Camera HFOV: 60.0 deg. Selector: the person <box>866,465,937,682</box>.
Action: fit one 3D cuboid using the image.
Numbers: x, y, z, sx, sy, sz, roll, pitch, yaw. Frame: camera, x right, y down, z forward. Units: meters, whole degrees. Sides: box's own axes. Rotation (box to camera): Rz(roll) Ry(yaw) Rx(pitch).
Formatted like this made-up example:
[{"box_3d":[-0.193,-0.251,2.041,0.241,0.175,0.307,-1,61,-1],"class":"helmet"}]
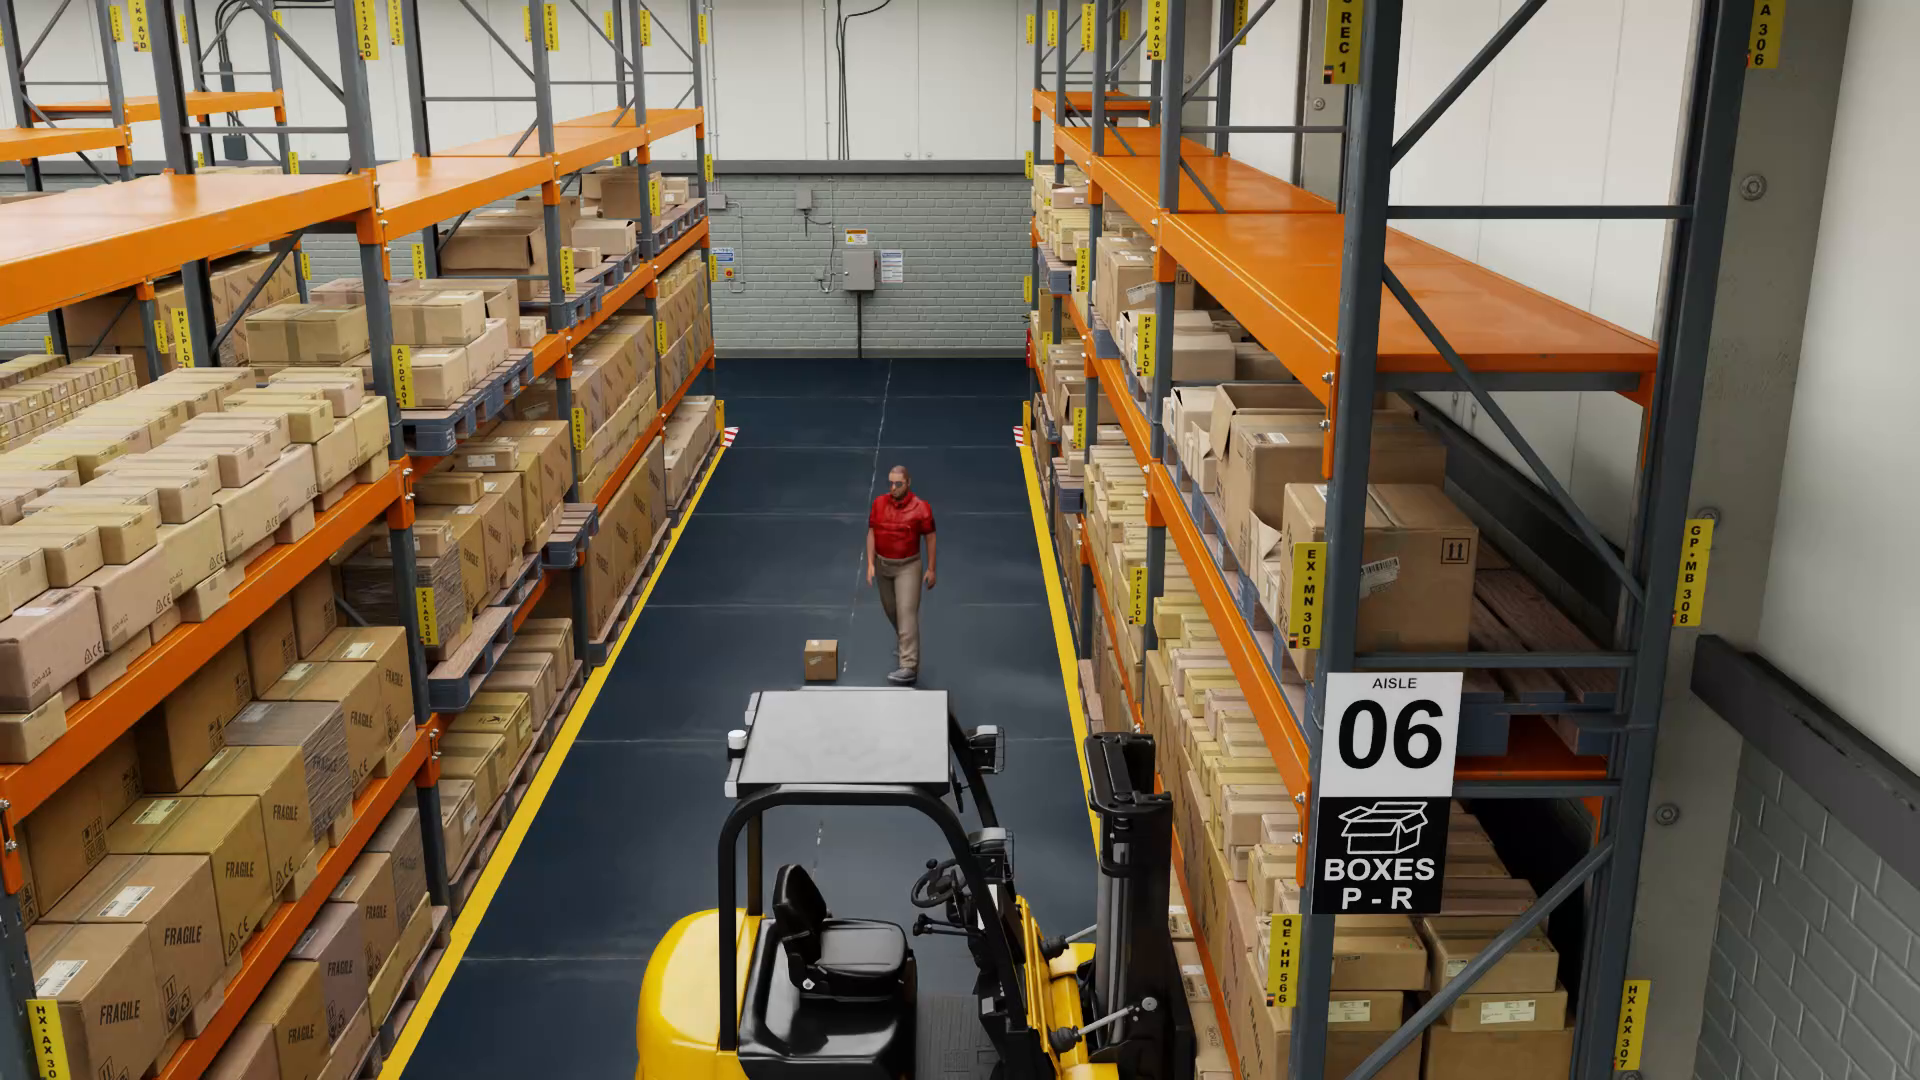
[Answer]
[{"box_3d":[-0.499,0.234,13.307,0.590,1.671,0.967,10,19,28],"class":"person"}]
